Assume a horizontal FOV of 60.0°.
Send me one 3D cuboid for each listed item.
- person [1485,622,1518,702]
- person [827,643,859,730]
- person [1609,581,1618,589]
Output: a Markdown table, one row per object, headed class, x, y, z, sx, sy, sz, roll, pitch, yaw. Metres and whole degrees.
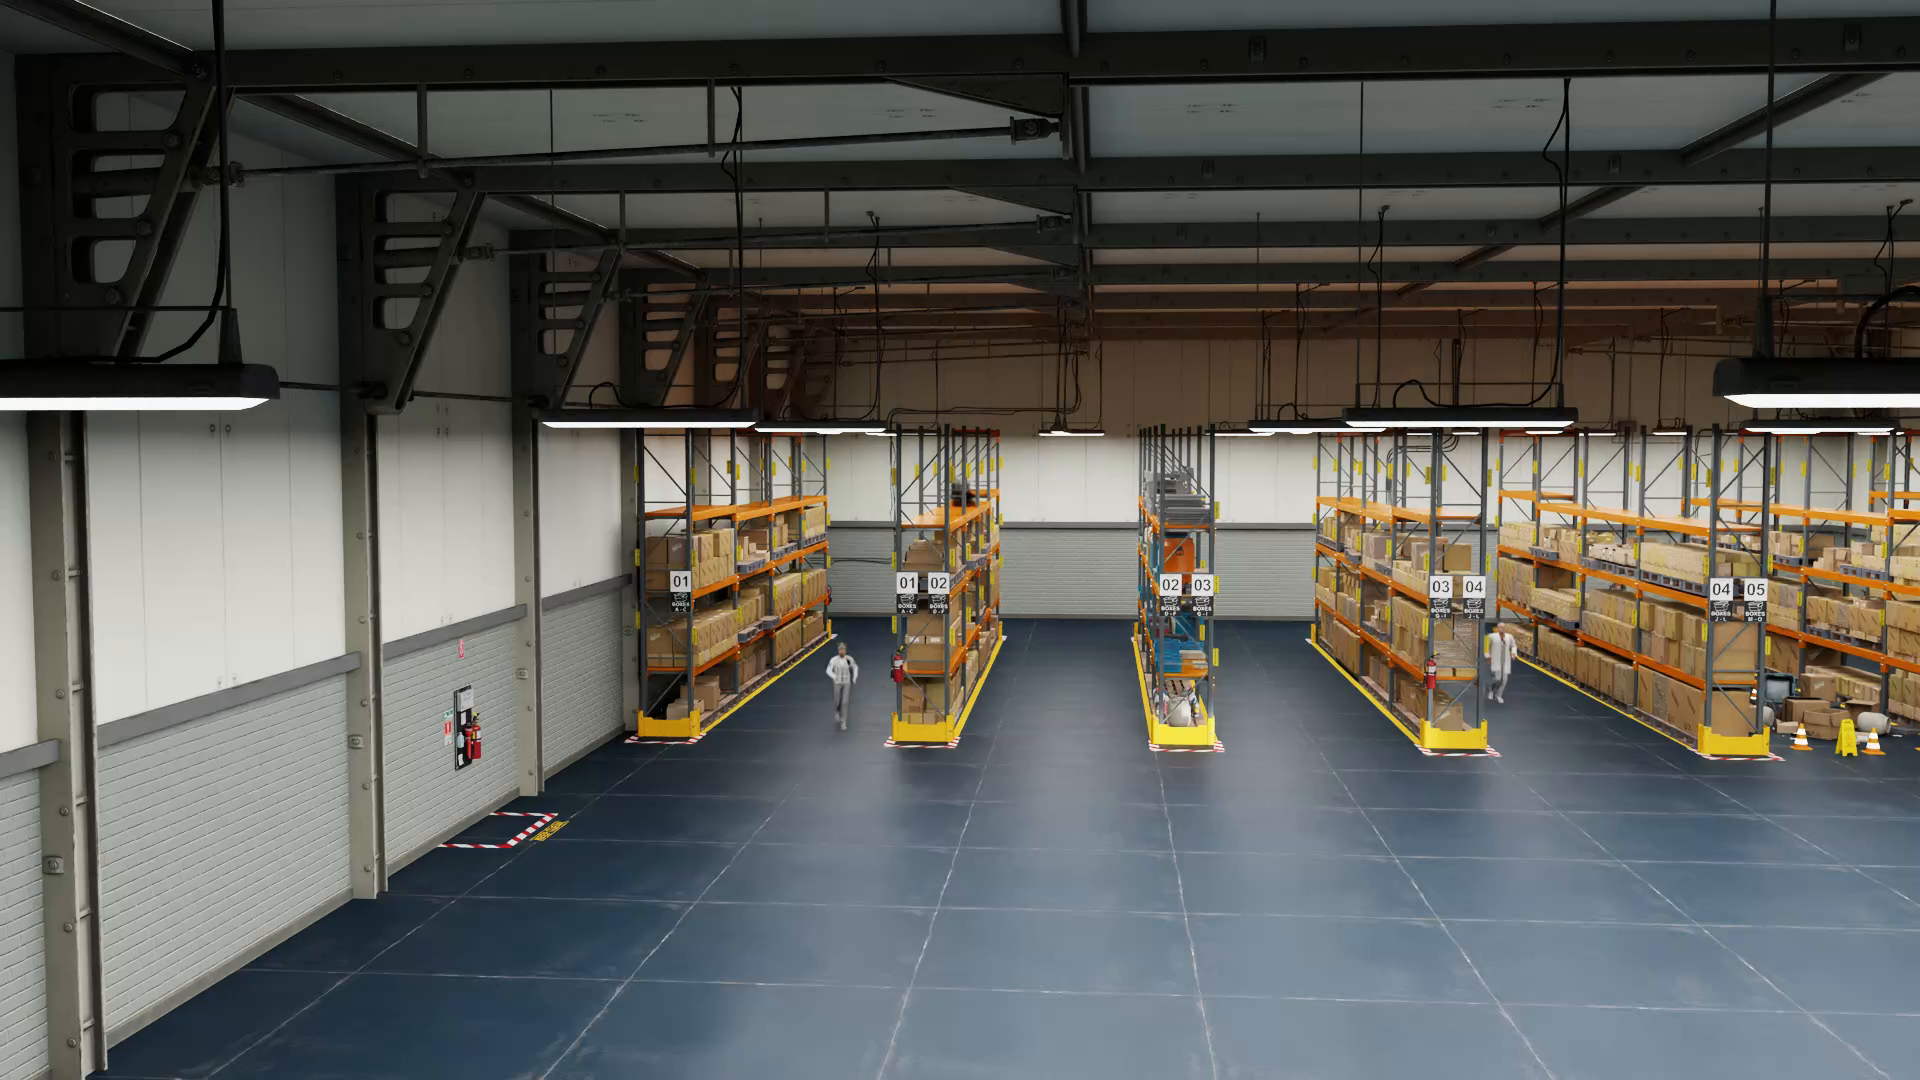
| class | x | y | z | sx | sy | sz | roll | pitch | yaw |
| --- | --- | --- | --- | --- | --- | --- | --- | --- | --- |
| person | 11.736 | 2.656 | 35.980 | 0.717 | 1.747 | 0.644 | 0 | 3 | -3 |
| person | -2.329 | 2.879 | 33.062 | 0.643 | 1.694 | 0.729 | 0 | 3 | -6 |
| person | 18.508 | 1.968 | 47.322 | 0.583 | 1.741 | 0.663 | 0 | 3 | 3 |
